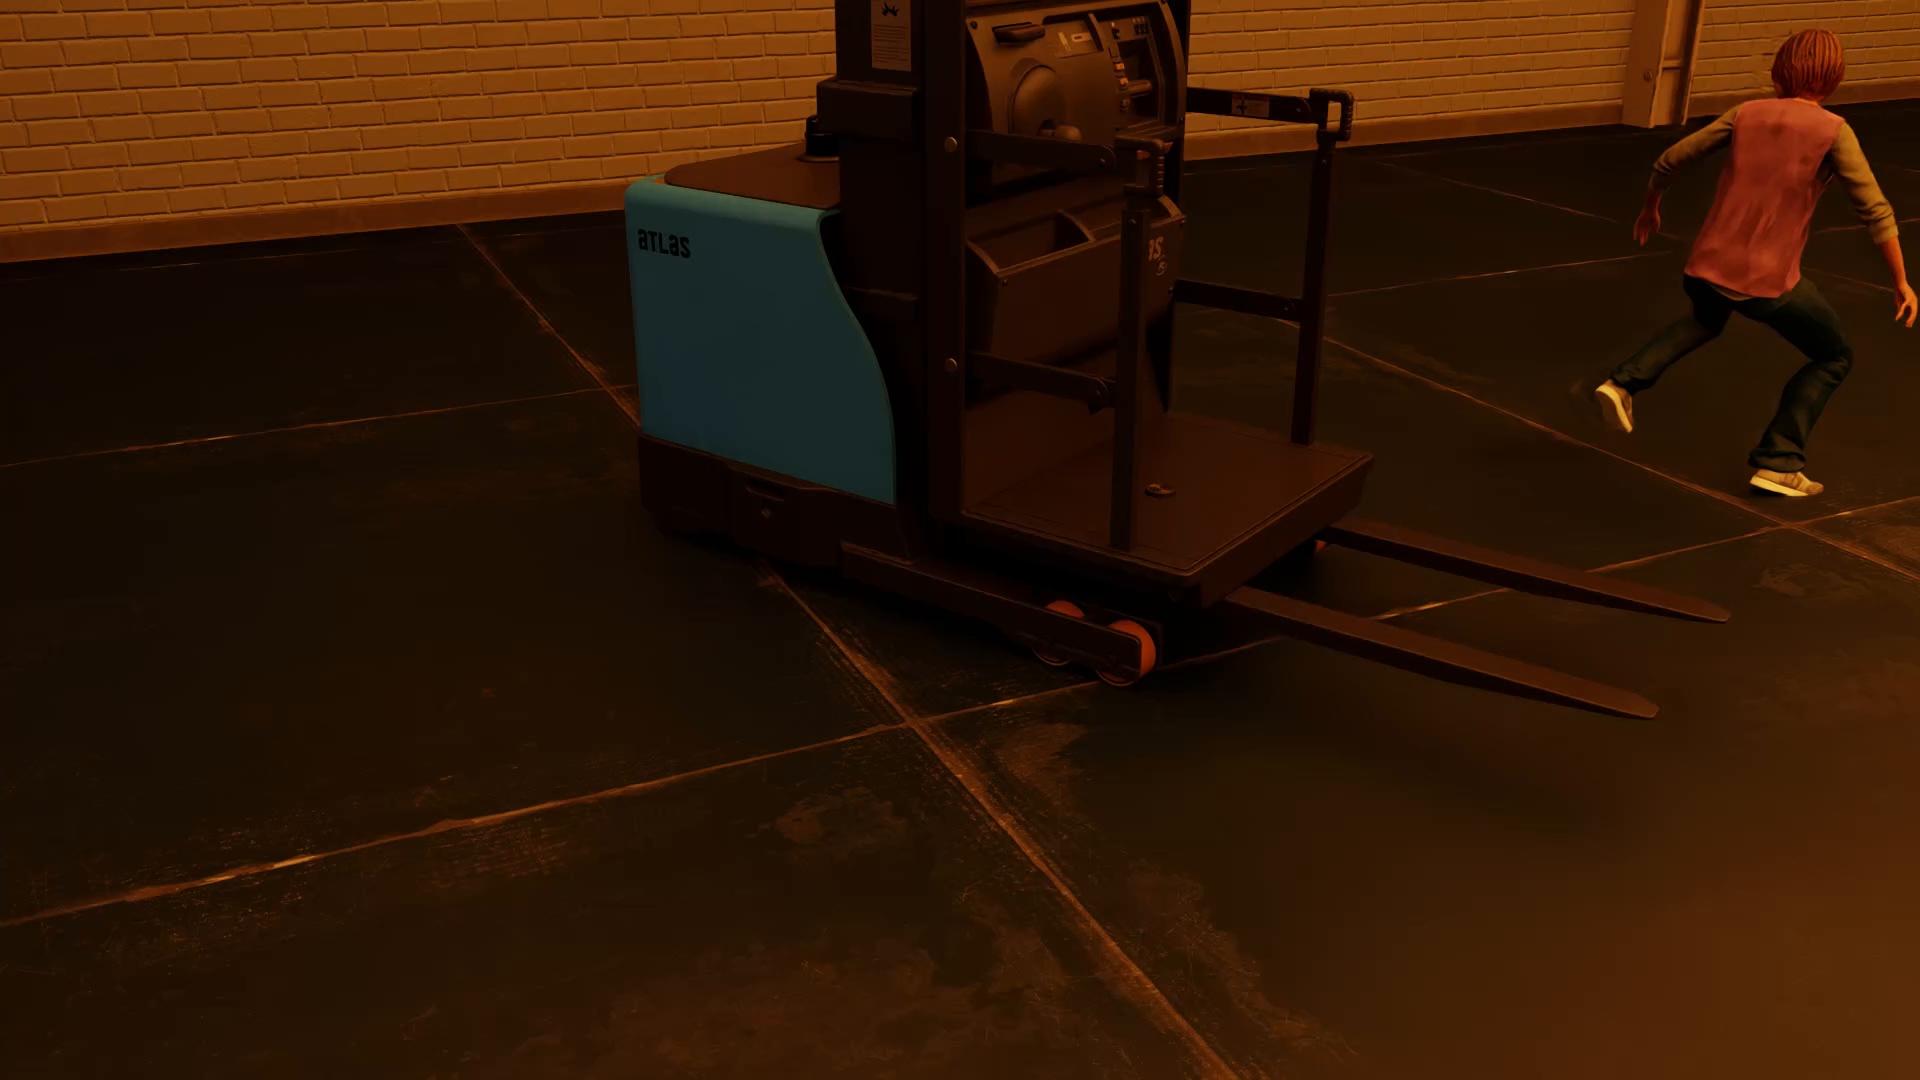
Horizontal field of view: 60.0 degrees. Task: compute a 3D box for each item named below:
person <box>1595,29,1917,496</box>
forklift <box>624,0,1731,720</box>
[{"bbox_3d":[2.585,-0.868,5.346,0.461,1.479,0.925,-15,27,-32],"label":"person"},{"bbox_3d":[0.488,-1.213,4.206,3.031,2.935,1.130,16,27,34],"label":"forklift"}]
